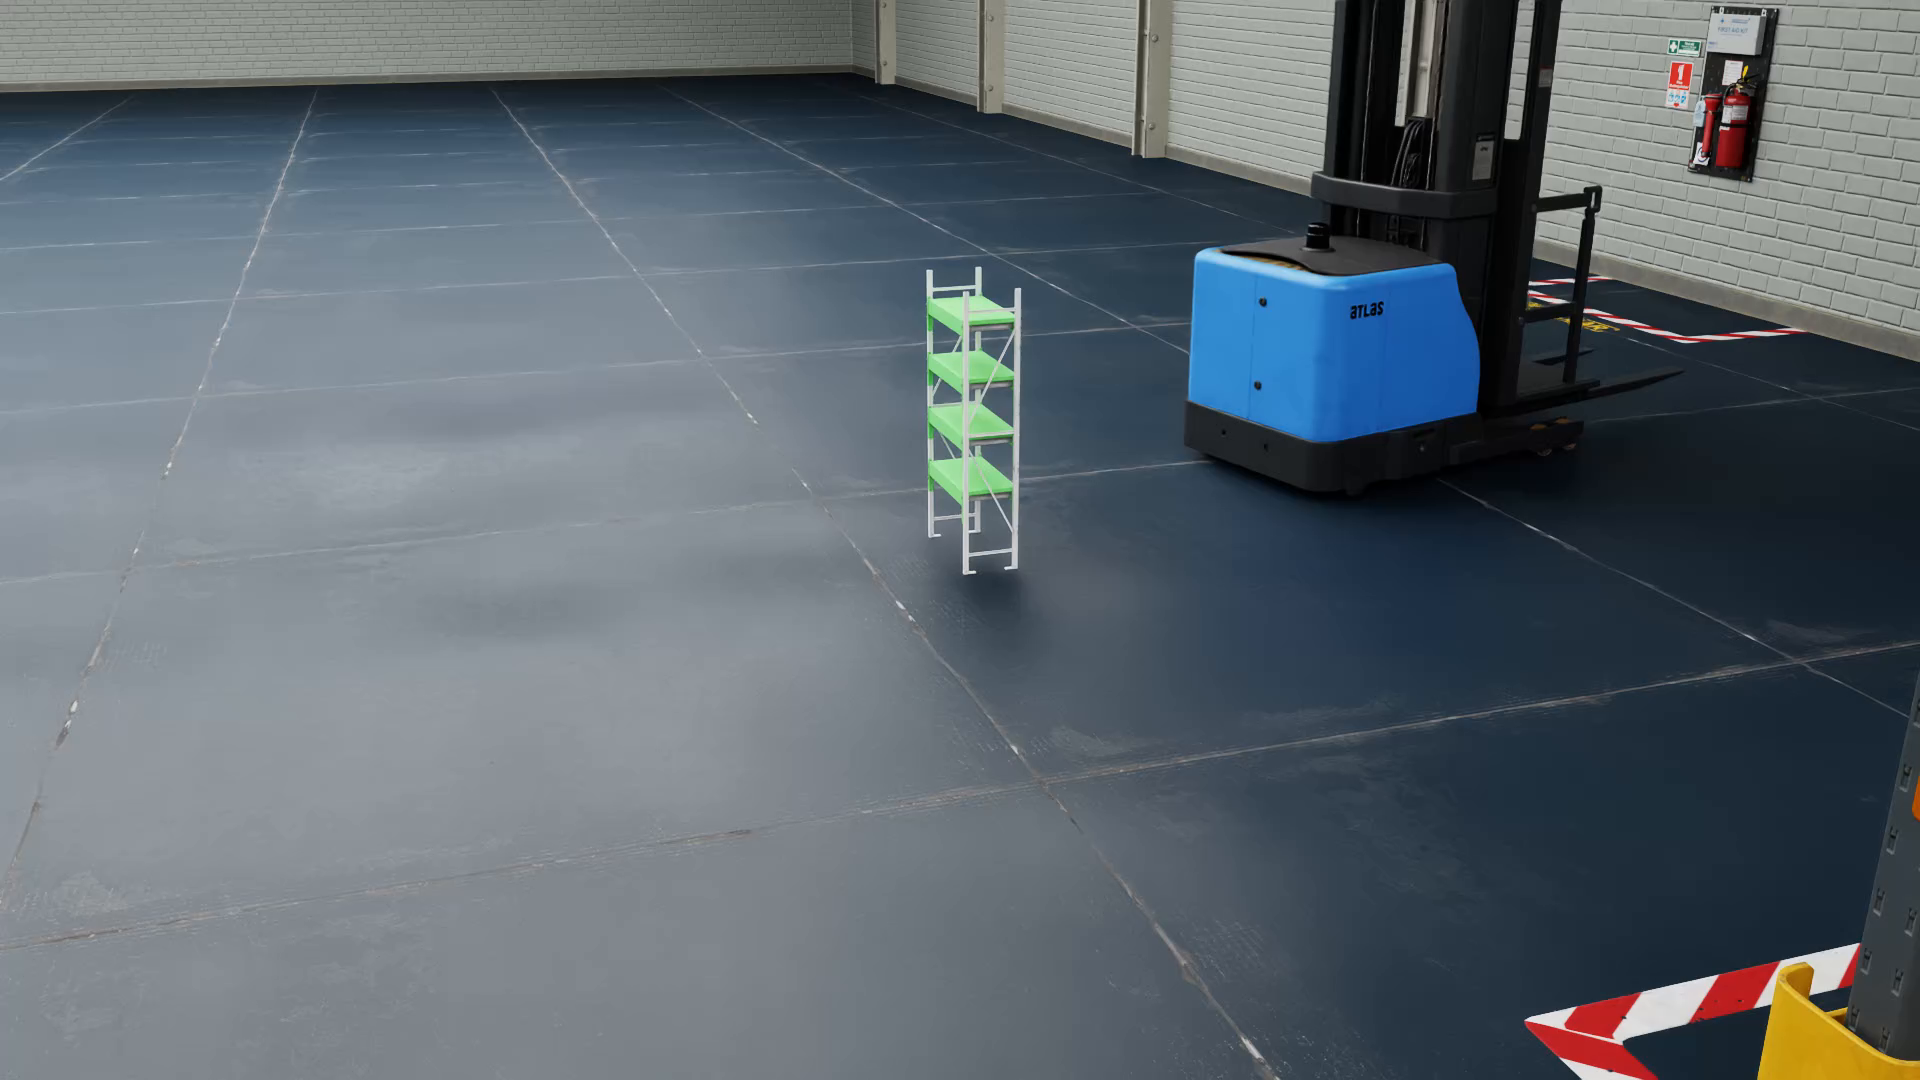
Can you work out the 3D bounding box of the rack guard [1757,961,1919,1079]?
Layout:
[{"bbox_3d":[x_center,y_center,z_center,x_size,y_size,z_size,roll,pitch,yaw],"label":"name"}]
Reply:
[{"bbox_3d":[2.274,1.123,3.551,1.175,0.500,0.348,-6,21,-17],"label":"rack guard"}]

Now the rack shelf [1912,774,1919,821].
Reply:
[{"bbox_3d":[2.910,0.935,1.441,1.077,0.370,4.000,-6,21,-17],"label":"rack shelf"}]

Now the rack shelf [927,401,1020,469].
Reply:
[{"bbox_3d":[0.052,-0.451,7.087,0.258,0.148,0.480,-6,21,-17],"label":"rack shelf"}]

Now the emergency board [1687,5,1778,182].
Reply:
[{"bbox_3d":[5.398,-3.163,11.786,0.194,1.169,0.643,-6,21,-17],"label":"emergency board"}]

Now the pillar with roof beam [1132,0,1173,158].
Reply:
[{"bbox_3d":[-1.720,-8.583,18.000,9.100,9.000,0.400,-6,21,-17],"label":"pillar with roof beam"}]

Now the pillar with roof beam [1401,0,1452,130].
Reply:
[{"bbox_3d":[0.166,-6.657,12.639,9.100,9.000,0.400,-6,21,-17],"label":"pillar with roof beam"}]

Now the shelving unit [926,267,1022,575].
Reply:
[{"bbox_3d":[0.052,-0.512,7.066,0.258,1.200,0.503,-6,21,-17],"label":"shelving unit"}]

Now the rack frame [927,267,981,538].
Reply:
[{"bbox_3d":[-0.025,-0.590,7.284,0.240,1.200,0.015,-6,21,-17],"label":"rack frame"}]

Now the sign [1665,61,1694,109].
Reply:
[{"bbox_3d":[5.322,-3.368,12.304,0.001,0.329,0.234,-6,21,-17],"label":"sign"}]

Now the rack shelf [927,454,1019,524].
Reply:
[{"bbox_3d":[0.052,-0.226,7.169,0.258,0.148,0.480,-6,21,-17],"label":"rack shelf"}]

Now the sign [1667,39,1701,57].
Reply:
[{"bbox_3d":[5.315,-3.615,12.208,0.001,0.109,0.331,-6,21,-17],"label":"sign"}]

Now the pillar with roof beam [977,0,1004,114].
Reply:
[{"bbox_3d":[-3.606,-10.508,23.361,9.100,9.000,0.400,-6,21,-17],"label":"pillar with roof beam"}]

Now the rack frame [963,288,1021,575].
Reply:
[{"bbox_3d":[0.129,-0.433,6.848,0.240,1.200,0.015,-6,21,-17],"label":"rack frame"}]

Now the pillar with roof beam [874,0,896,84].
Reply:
[{"bbox_3d":[-5.492,-12.434,28.721,9.100,9.000,0.400,-6,21,-17],"label":"pillar with roof beam"}]

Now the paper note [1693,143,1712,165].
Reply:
[{"bbox_3d":[5.408,-2.813,12.113,0.016,0.148,0.142,-6,21,-17],"label":"paper note"}]

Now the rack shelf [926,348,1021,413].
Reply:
[{"bbox_3d":[0.052,-0.677,7.006,0.258,0.148,0.480,-6,21,-17],"label":"rack shelf"}]

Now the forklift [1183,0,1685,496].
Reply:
[{"bbox_3d":[2.667,-1.950,8.509,3.031,2.935,1.130,-12,23,-31],"label":"forklift"}]

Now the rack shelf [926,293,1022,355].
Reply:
[{"bbox_3d":[0.052,-0.903,6.925,0.258,0.148,0.480,-6,21,-17],"label":"rack shelf"}]
